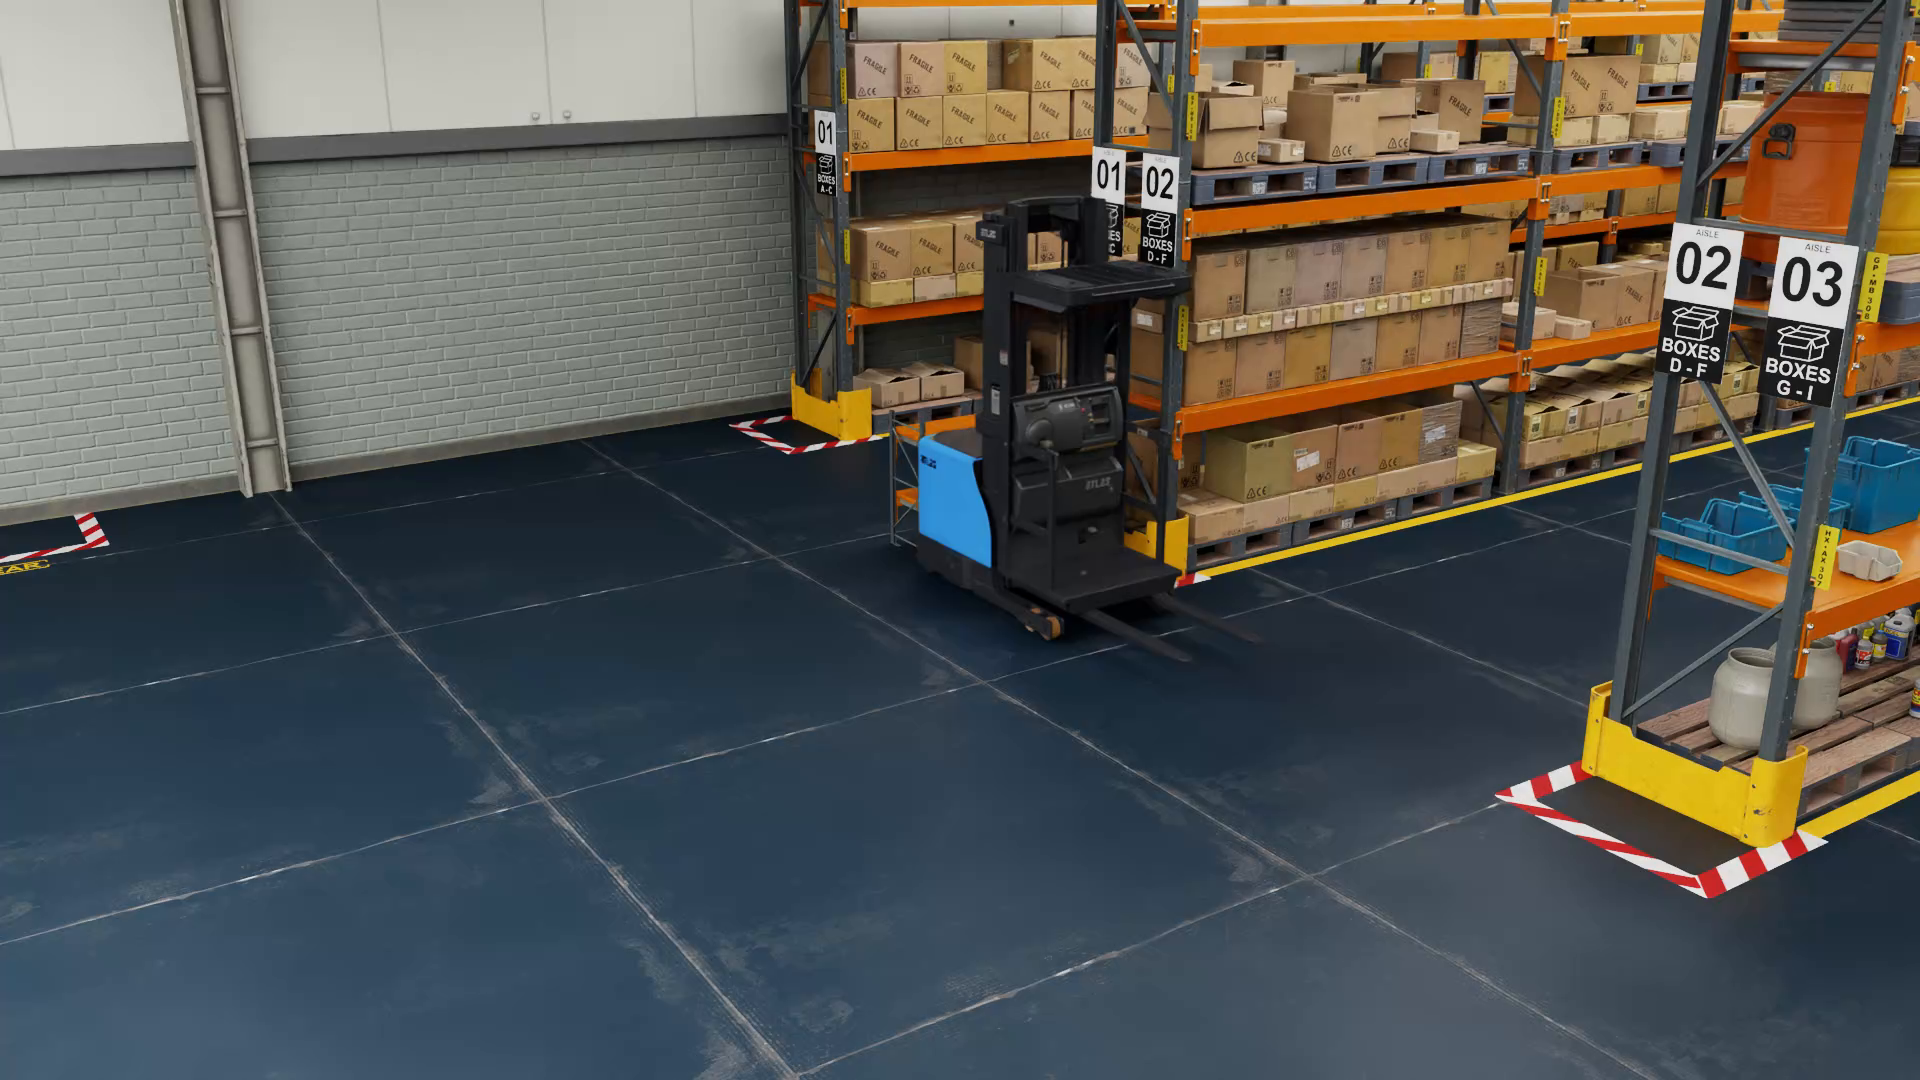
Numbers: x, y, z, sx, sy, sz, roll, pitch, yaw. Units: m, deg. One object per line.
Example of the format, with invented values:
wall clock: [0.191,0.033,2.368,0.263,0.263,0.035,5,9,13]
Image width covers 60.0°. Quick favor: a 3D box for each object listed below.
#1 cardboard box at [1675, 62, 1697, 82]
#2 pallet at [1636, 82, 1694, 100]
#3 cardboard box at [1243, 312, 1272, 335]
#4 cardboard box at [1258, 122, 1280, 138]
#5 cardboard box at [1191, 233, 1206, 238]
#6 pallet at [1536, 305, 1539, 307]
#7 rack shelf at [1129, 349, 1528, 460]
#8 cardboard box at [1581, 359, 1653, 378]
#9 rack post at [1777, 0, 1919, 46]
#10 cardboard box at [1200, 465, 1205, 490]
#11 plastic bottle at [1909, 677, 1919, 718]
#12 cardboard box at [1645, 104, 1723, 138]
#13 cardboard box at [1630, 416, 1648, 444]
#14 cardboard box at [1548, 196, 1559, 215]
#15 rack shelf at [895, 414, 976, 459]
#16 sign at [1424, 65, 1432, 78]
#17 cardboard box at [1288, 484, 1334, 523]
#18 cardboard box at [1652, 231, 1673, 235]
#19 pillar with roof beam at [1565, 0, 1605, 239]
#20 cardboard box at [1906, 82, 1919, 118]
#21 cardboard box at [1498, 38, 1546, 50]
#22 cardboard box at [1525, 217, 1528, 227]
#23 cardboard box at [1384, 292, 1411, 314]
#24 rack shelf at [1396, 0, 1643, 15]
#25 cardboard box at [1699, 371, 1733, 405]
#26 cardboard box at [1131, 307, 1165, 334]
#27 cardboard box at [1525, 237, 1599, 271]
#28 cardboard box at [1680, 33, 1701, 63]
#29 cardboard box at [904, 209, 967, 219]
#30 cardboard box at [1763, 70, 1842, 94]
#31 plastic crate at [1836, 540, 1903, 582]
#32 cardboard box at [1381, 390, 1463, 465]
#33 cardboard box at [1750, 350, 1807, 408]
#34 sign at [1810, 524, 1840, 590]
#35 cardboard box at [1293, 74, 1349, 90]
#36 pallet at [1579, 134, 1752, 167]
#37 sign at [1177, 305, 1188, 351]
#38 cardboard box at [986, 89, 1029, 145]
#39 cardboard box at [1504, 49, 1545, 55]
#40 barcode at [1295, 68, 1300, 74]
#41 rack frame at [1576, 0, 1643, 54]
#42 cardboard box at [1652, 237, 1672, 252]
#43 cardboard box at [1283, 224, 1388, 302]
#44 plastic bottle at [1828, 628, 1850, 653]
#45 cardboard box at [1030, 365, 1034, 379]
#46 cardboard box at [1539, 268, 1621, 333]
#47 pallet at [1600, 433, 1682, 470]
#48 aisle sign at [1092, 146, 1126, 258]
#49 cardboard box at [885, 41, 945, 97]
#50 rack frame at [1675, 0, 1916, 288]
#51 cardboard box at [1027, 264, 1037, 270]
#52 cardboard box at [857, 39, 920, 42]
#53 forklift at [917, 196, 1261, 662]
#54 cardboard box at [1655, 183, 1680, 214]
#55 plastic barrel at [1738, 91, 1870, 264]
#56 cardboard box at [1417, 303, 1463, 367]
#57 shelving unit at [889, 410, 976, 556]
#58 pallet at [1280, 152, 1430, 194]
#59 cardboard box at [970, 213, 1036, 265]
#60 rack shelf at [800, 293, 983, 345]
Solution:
cardboard box: [9.782,-6.426,22.808,0.500,0.250,0.500,-12,22,-33]
pallet: [9.315,-6.213,22.893,1.213,0.211,1.003,-12,22,-31]
cardboard box: [2.206,-1.712,12.955,0.250,0.149,0.380,-12,22,-31]
cardboard box: [2.148,-3.143,13.035,0.500,0.250,0.500,-12,22,-31]
cardboard box: [2.388,-3.620,18.925,0.500,0.500,0.700,-12,22,-31]
pallet: [8.023,-3.216,22.927,1.213,0.211,1.003,-12,22,-31]
rack shelf: [3.002,-1.266,13.929,4.000,0.370,1.077,-12,22,-31]
cardboard box: [6.553,-1.628,16.639,0.500,0.311,0.500,-13,22,-33]
rack post: [4.754,-2.633,8.264,0.954,0.300,0.937,-9,21,-26]
cardboard box: [2.028,-0.416,13.928,0.500,0.250,0.500,-12,22,-31]
plastic bottle: [5.738,0.919,9.916,0.097,0.271,0.097,0,19,0]
cardboard box: [6.753,-3.923,15.559,0.500,0.250,0.500,-12,22,-32]
cardboard box: [6.429,-1.131,16.045,0.500,0.250,0.500,-11,22,-30]
cardboard box: [7.534,-4.563,21.906,0.500,0.500,0.500,-12,22,-31]
rack shelf: [0.006,-0.811,13.474,1.000,0.278,0.538,-12,22,-31]
sign: [5.582,-5.508,19.864,0.005,0.325,0.100,-12,22,-31]
cardboard box: [2.735,-0.363,13.772,0.500,0.250,0.500,-12,22,-31]
cardboard box: [10.374,-4.421,24.372,0.250,0.149,0.380,-12,22,-31]
pillar with roof beam: [11.103,-6.738,19.624,0.400,9.000,9.100,-12,22,-31]
cardboard box: [9.780,-4.778,17.543,0.600,0.600,0.600,-13,23,-34]
cardboard box: [7.366,-6.503,21.601,0.500,0.250,0.500,-13,22,-33]
cardboard box: [7.414,-4.236,21.951,0.250,0.149,0.380,-13,22,-33]
cardboard box: [3.502,-1.985,13.765,0.250,0.149,0.380,-11,22,-30]
rack shelf: [6.956,-6.652,21.118,4.000,0.370,1.077,-12,22,-31]
cardboard box: [7.280,-1.574,16.480,0.500,0.311,0.500,-12,22,-32]
cardboard box: [1.546,-1.728,13.002,0.250,0.149,0.380,-12,22,-32]
cardboard box: [8.155,-3.724,22.777,0.750,0.750,0.750,-12,22,-31]
cardboard box: [9.802,-6.787,22.704,0.500,0.500,0.500,-12,22,-33]
cardboard box: [-0.264,-3.191,17.531,0.500,0.500,0.500,-13,22,-33]
cardboard box: [8.381,-4.681,16.506,0.500,0.500,0.500,-12,22,-31]
plastic crate: [4.977,0.124,9.105,0.250,0.136,0.298,-12,22,-31]
cardboard box: [3.981,-0.986,14.443,0.500,0.500,0.500,-12,22,-31]
cardboard box: [8.550,-1.692,17.281,0.500,0.500,0.500,-11,22,-29]
sign: [4.352,0.088,8.369,0.005,0.325,0.100,-12,22,-31]
cardboard box: [4.152,-5.264,19.755,0.637,0.503,0.797,-9,20,-24]
pallet: [6.563,-3.654,15.481,1.213,0.211,1.003,-11,21,-29]
sign: [1.632,-1.553,12.179,0.005,0.325,0.100,-12,22,-31]
cardboard box: [0.356,-4.326,16.988,0.500,0.500,0.500,-10,21,-28]
cardboard box: [7.401,-6.128,21.662,0.500,0.500,0.700,-12,22,-32]
barcode: [4.080,-5.675,20.101,0.075,0.075,0.001,-12,22,-31]
rack frame: [8.626,-7.535,21.981,0.127,3.000,1.000,-12,22,-31]
cardboard box: [10.129,-4.222,23.786,0.250,0.149,0.380,-13,22,-33]
cardboard box: [3.048,-2.276,13.612,0.500,0.500,0.700,-12,22,-31]
plastic bottle: [5.571,0.675,10.630,0.135,0.276,0.152,-12,22,-31]
cardboard box: [0.598,-1.865,18.342,0.250,0.149,0.380,-14,23,-36]
cardboard box: [5.763,-2.230,15.502,0.500,0.500,0.500,-10,21,-28]
pallet: [6.286,-0.995,16.357,1.213,0.211,1.003,-12,22,-31]
aisle sign: [1.115,-2.553,12.554,0.004,0.787,0.394,-12,22,-31]
cardboard box: [-0.494,-4.608,16.260,0.500,0.500,0.500,-12,22,-32]
rack frame: [4.053,-2.771,7.890,0.127,3.000,1.000,-12,22,-31]
cardboard box: [0.464,-2.790,17.517,0.500,0.250,0.500,-12,22,-31]
cardboard box: [-0.730,-4.775,16.754,0.500,0.500,0.500,-10,21,-28]
forklift: [0.895,-0.859,11.710,1.130,2.935,3.031,-12,22,-31]
cardboard box: [9.701,-5.053,23.539,0.700,0.700,0.980,-13,22,-33]
plastic barrel: [4.389,-1.872,8.588,0.708,0.830,0.600,-12,22,-31]
cardboard box: [3.868,-1.832,14.324,0.500,0.500,0.700,-12,22,-32]
shelving unit: [0.006,-0.534,13.568,1.048,1.125,0.538,-12,22,-31]
pallet: [2.956,-2.967,13.293,1.213,0.211,1.003,-12,22,-31]
cardboard box: [0.446,-3.144,17.393,0.500,0.500,0.500,-11,22,-30]
rack shelf: [0.274,-2.590,17.847,4.000,0.370,1.077,-12,22,-31]
